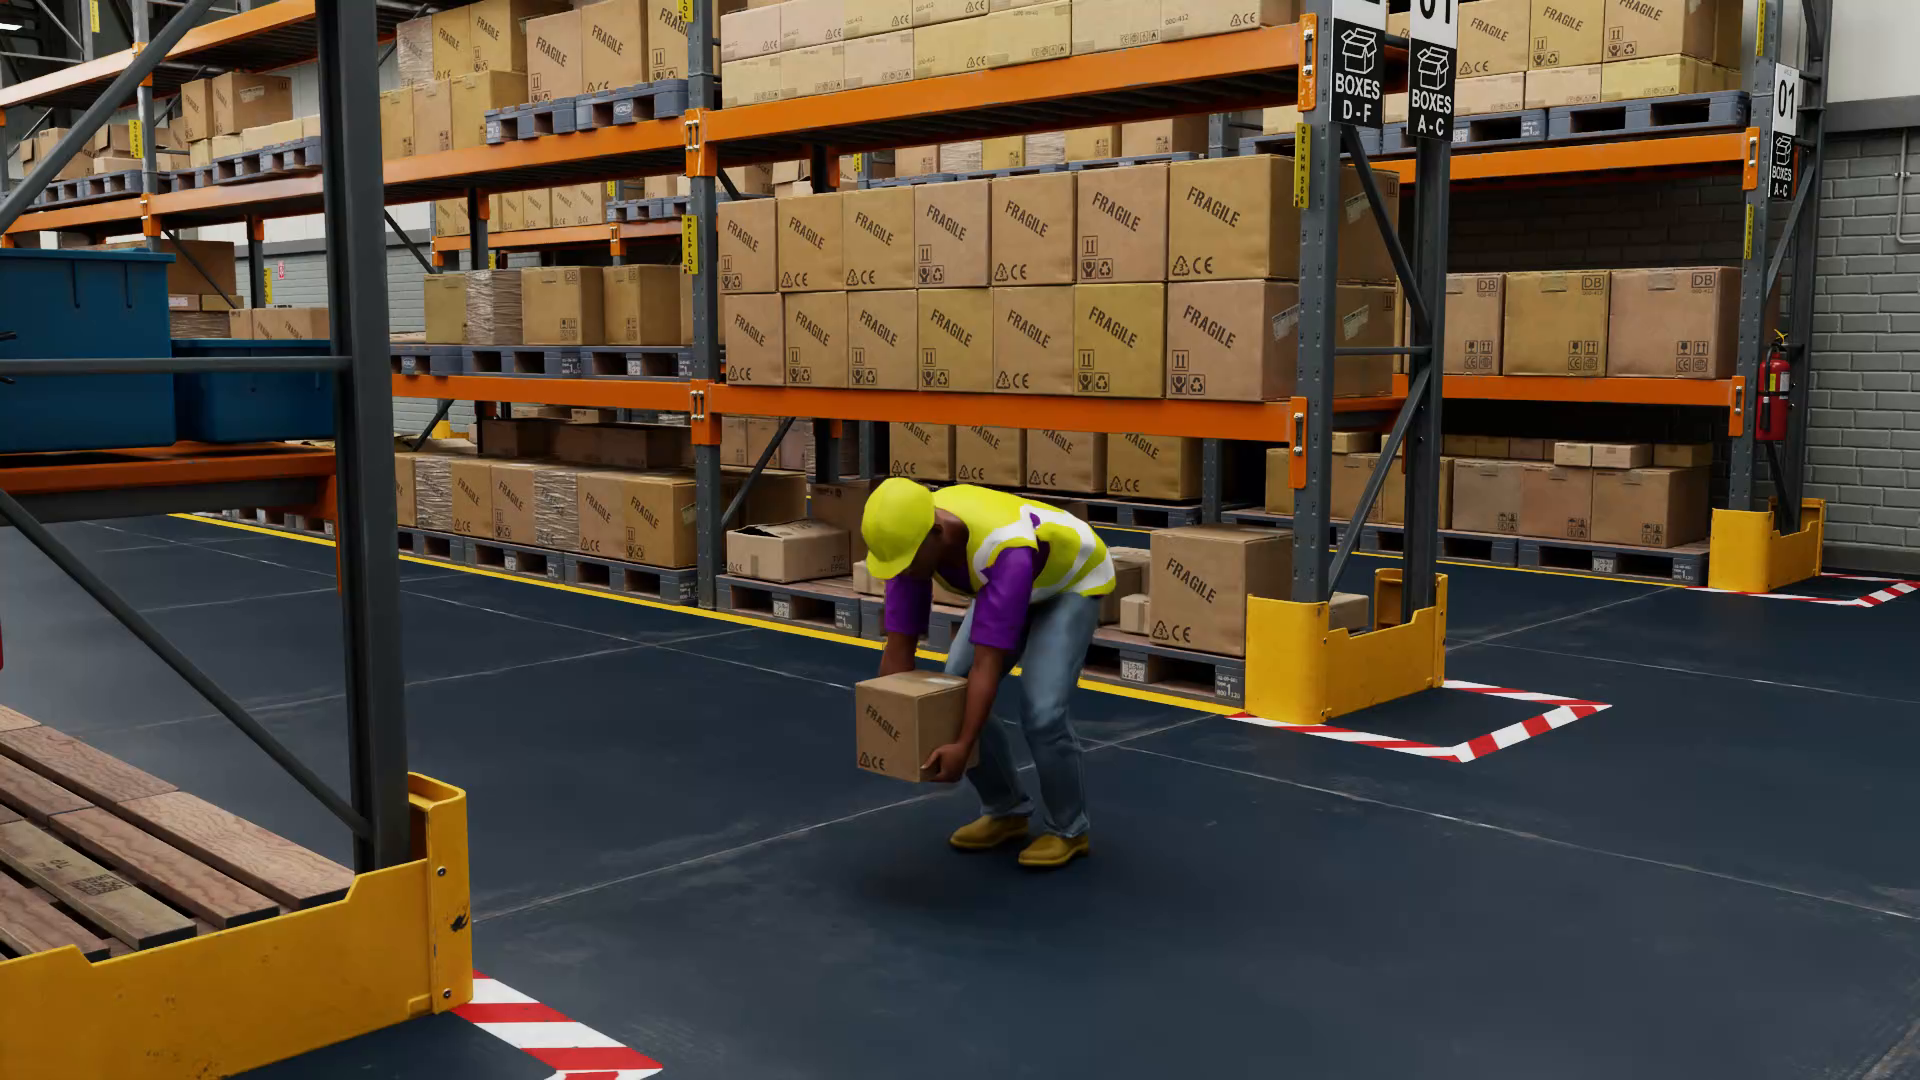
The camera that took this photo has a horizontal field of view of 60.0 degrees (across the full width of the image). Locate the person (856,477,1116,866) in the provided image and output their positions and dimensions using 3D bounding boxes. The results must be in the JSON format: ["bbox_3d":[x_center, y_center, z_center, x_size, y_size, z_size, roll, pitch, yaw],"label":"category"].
[{"bbox_3d":[-6.029,-0.177,9.476,15.759,1.186,2.032,6,9,41],"label":"person"}]
